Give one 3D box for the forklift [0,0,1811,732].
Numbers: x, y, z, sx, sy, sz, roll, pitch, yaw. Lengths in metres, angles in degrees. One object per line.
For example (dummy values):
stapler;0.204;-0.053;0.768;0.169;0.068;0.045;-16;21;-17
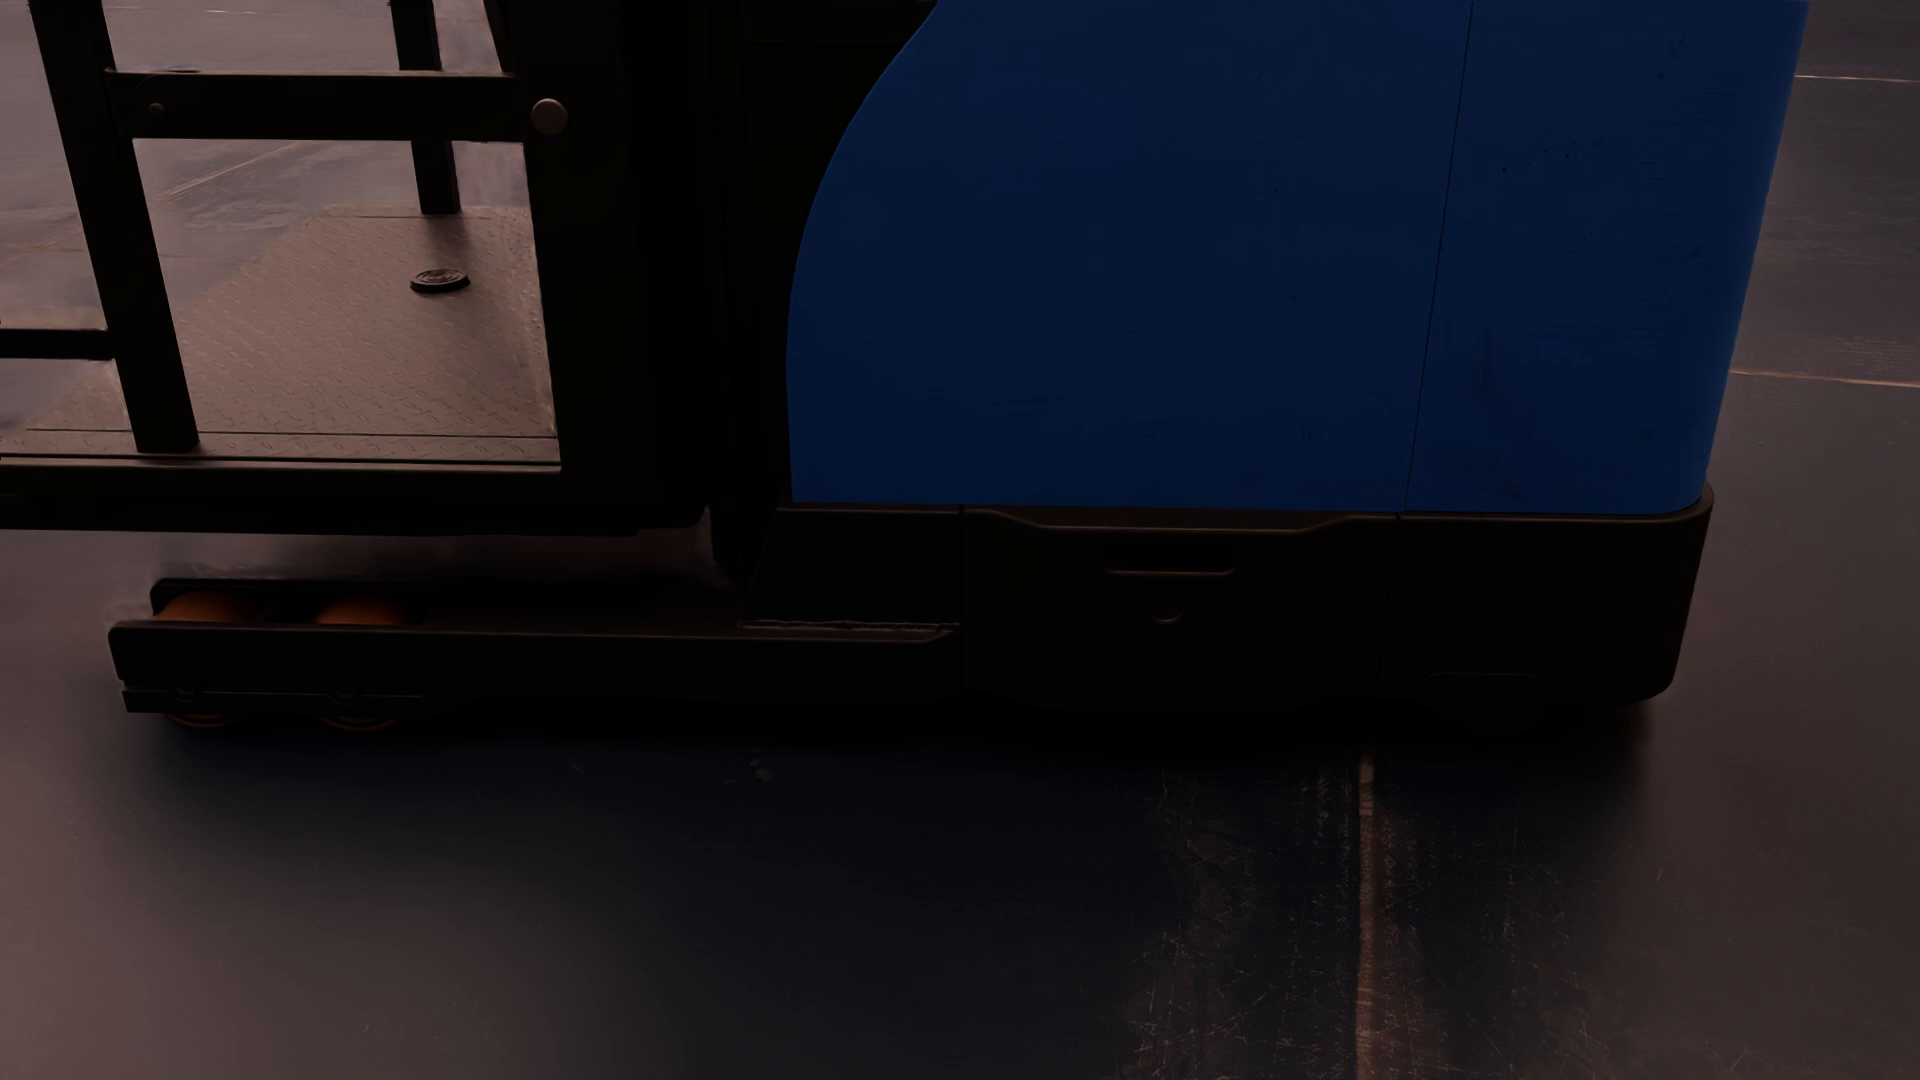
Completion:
forklift;-0.625;-1.311;1.844;3.031;2.935;1.130;1;27;2
